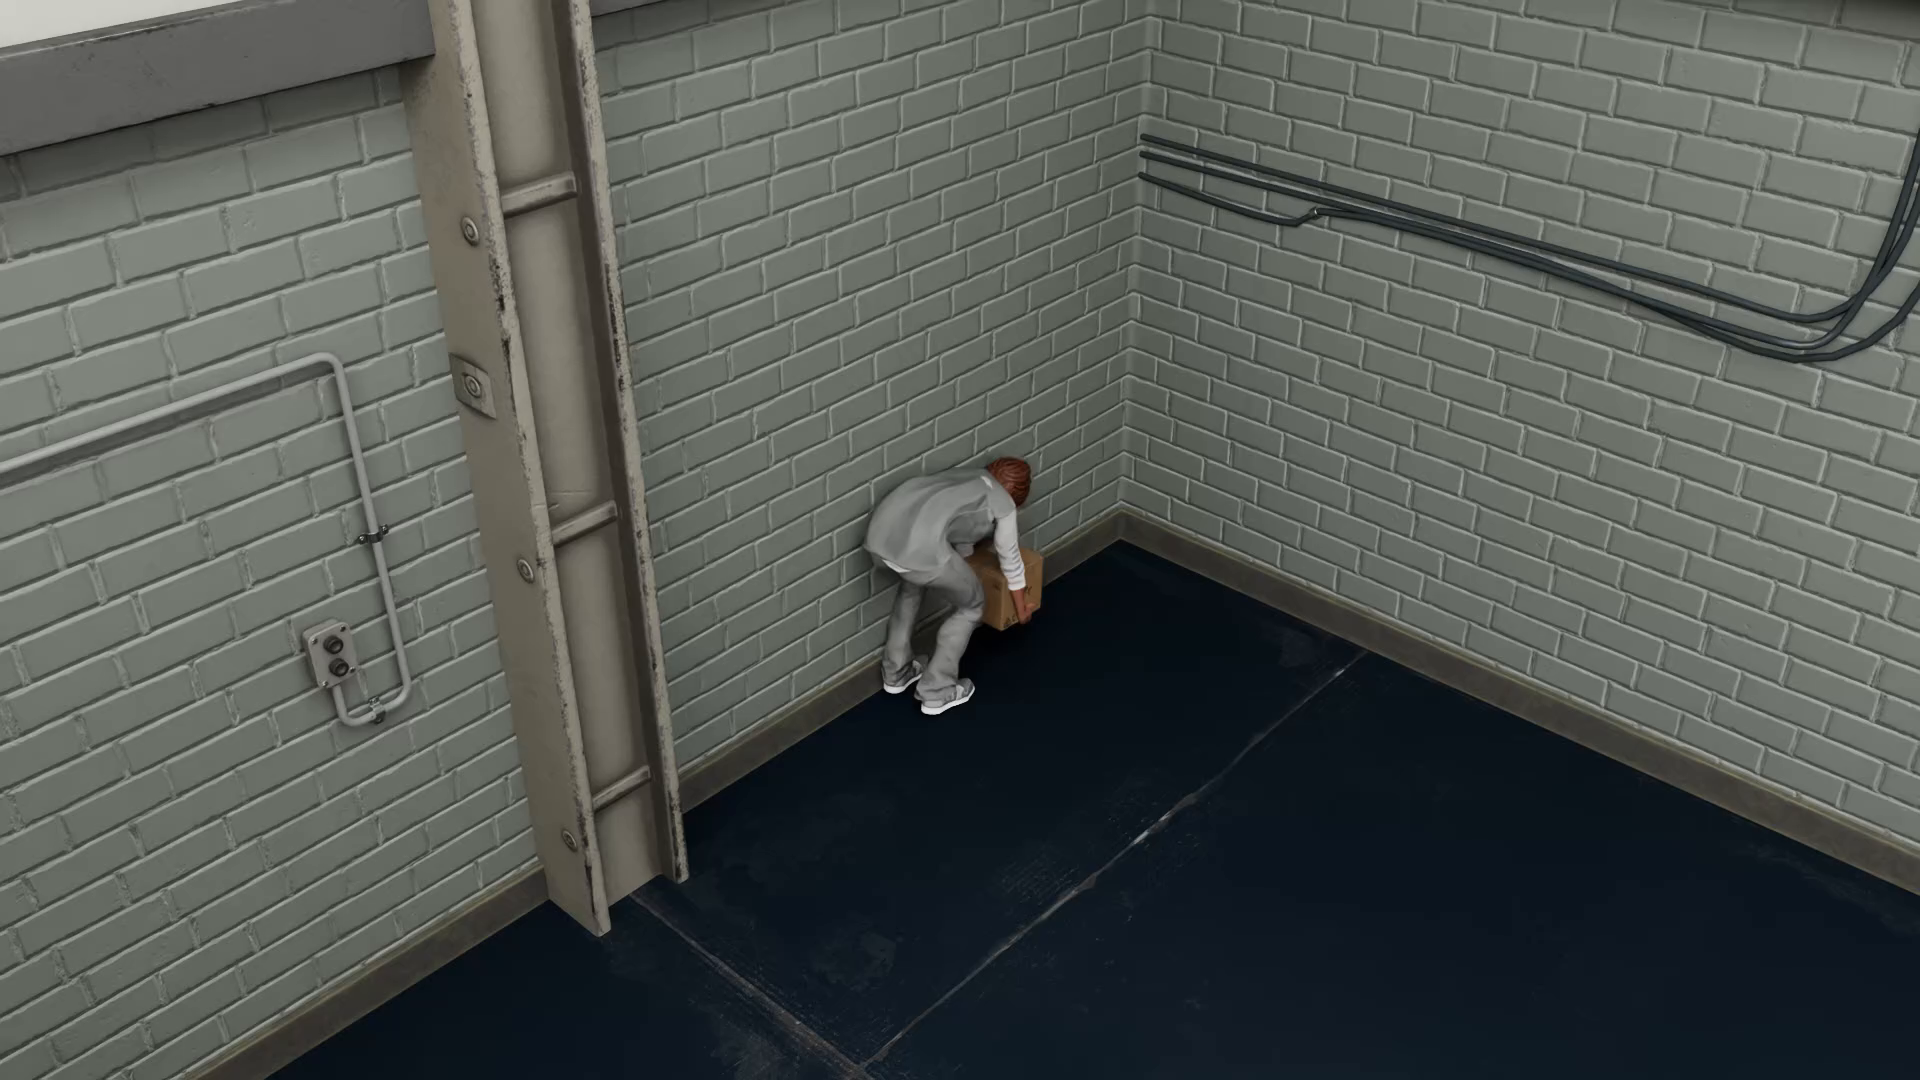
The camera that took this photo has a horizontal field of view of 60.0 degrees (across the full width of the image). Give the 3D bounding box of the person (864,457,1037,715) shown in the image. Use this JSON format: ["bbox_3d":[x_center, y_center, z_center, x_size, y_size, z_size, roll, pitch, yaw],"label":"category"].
[{"bbox_3d":[-0.014,0.129,6.543,0.410,0.959,0.868,24,39,33],"label":"person"}]
